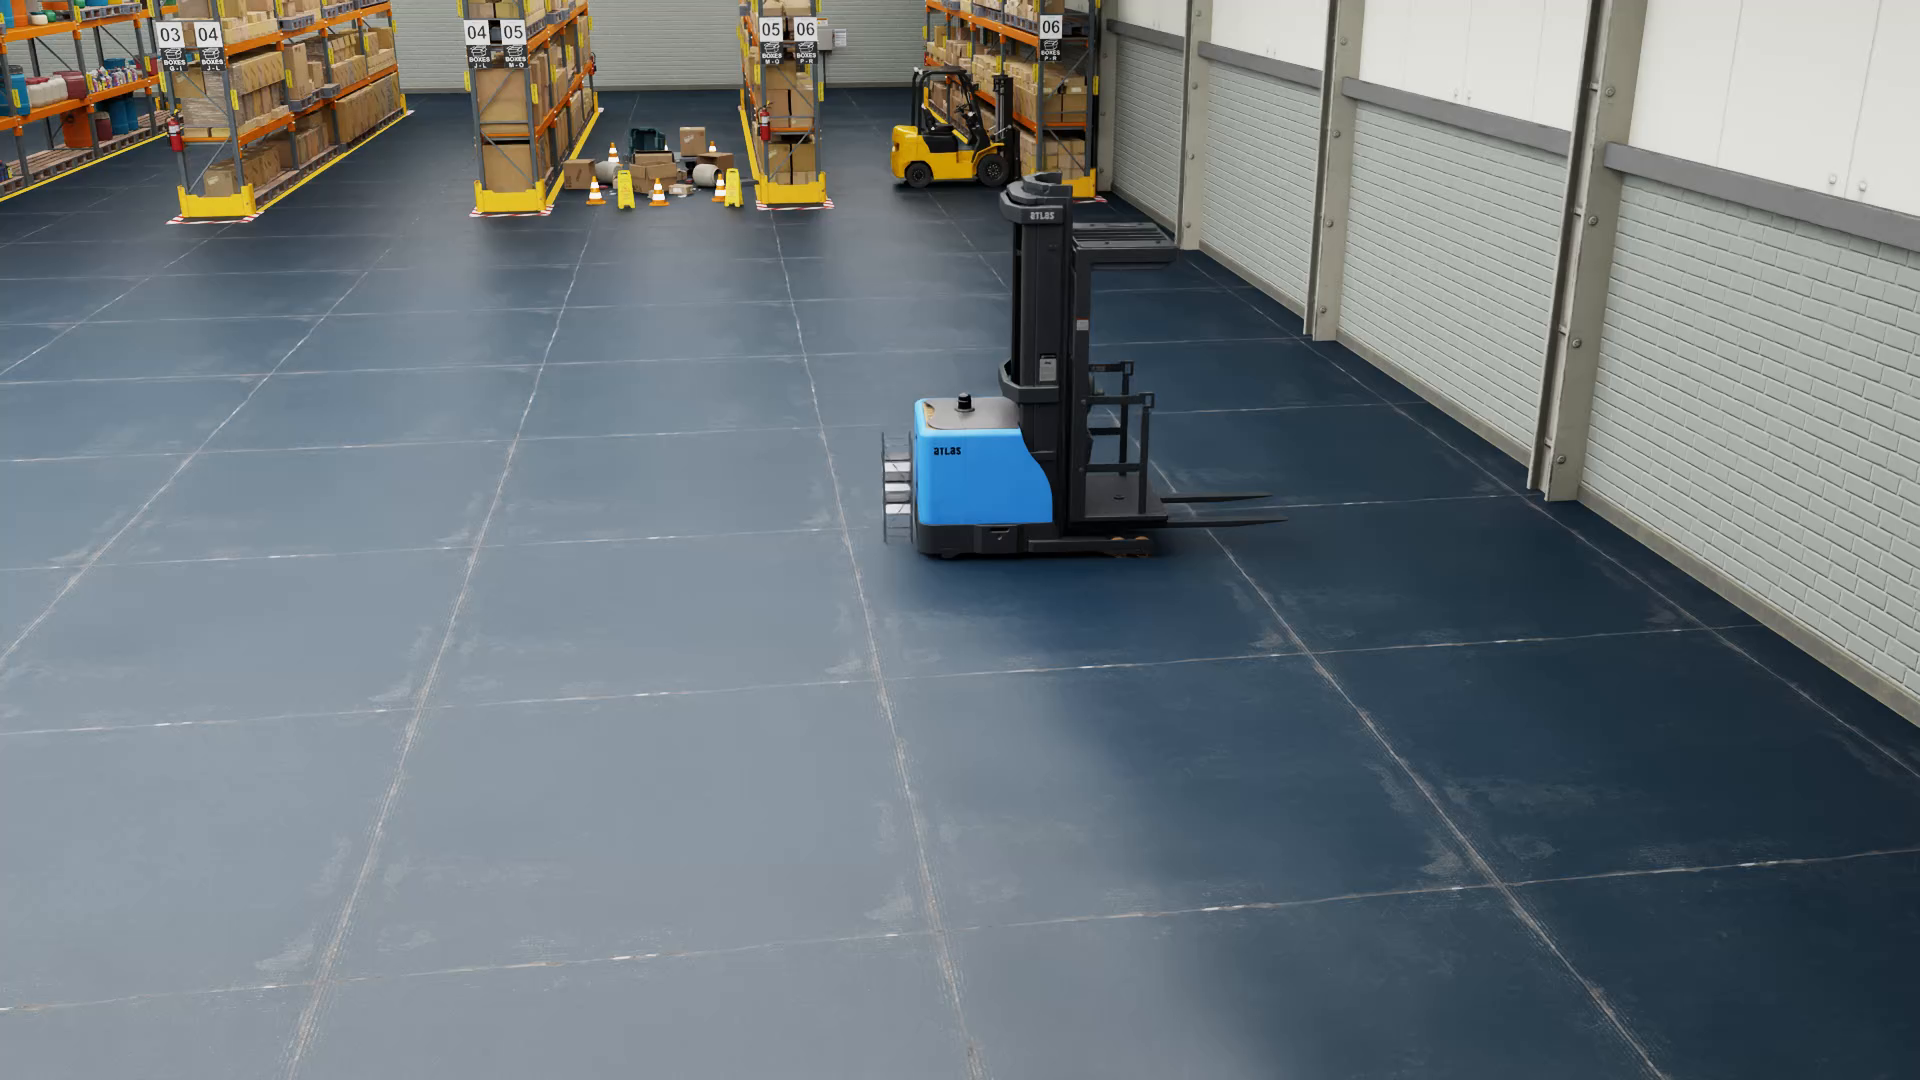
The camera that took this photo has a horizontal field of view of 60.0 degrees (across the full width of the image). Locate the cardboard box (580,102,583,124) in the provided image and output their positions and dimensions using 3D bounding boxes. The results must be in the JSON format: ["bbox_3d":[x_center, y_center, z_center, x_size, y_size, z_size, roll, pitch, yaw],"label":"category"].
[{"bbox_3d":[-9.267,-10.168,39.625,0.500,0.500,0.500,-3,21,-9],"label":"cardboard box"}]

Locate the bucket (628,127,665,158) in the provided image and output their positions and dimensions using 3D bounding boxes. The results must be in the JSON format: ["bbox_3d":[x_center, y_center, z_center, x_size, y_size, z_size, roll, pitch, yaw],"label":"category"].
[{"bbox_3d":[-6.169,-7.864,32.990,0.726,0.611,0.620,4,11,11],"label":"bucket"}]

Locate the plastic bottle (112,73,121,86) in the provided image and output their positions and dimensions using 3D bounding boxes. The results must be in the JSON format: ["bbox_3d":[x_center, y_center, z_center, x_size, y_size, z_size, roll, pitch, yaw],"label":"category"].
[{"bbox_3d":[-18.892,-10.315,37.223,0.152,0.276,0.135,-3,21,-8],"label":"plastic bottle"}]

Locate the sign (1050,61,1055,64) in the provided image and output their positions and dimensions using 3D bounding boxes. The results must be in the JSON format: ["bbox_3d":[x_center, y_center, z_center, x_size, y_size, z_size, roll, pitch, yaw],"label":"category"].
[{"bbox_3d":[1.874,-9.623,33.844,0.100,0.325,0.005,-3,21,-8],"label":"sign"}]

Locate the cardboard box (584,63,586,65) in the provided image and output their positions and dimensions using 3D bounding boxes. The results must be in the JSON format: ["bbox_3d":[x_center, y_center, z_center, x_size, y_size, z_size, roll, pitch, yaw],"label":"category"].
[{"bbox_3d":[-9.754,-12.200,42.454,0.380,0.149,0.250,-4,21,-10],"label":"cardboard box"}]

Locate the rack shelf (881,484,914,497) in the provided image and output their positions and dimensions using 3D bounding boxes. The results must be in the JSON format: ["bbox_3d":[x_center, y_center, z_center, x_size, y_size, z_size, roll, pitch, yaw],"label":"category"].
[{"bbox_3d":[-0.510,-0.397,13.588,0.258,0.077,0.200,-1,21,-3],"label":"rack shelf"}]

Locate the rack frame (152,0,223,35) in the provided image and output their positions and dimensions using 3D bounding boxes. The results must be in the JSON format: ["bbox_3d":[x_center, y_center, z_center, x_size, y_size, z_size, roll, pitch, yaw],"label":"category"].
[{"bbox_3d":[-12.816,-9.826,27.164,1.000,3.000,0.127,-3,21,-8],"label":"rack frame"}]

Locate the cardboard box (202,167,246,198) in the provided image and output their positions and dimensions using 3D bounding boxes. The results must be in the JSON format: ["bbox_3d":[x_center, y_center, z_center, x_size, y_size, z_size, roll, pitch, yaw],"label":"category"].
[{"bbox_3d":[-12.889,-6.259,29.158,0.500,0.500,0.500,1,20,2],"label":"cardboard box"}]

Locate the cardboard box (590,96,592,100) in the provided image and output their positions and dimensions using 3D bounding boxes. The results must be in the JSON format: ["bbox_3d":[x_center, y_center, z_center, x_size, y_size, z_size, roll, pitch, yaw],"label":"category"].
[{"bbox_3d":[-9.841,-11.603,43.544,0.380,0.149,0.250,-3,21,-9],"label":"cardboard box"}]

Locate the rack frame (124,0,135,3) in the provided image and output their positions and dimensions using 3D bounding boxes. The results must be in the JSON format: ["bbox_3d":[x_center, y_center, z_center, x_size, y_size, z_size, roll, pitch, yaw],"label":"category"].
[{"bbox_3d":[-19.447,-13.731,37.619,1.000,3.000,0.127,-3,21,-8],"label":"rack frame"}]

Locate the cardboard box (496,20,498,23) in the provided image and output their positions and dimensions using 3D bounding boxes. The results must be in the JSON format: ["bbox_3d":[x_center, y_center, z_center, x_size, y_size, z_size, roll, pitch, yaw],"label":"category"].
[{"bbox_3d":[-8.459,-9.300,29.658,0.380,0.149,0.250,-3,21,-7],"label":"cardboard box"}]

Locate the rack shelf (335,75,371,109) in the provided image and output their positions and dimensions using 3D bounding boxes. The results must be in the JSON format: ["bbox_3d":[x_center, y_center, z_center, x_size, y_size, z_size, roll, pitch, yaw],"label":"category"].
[{"bbox_3d":[-14.257,-10.141,37.609,1.077,0.370,4.000,-3,21,-8],"label":"rack shelf"}]

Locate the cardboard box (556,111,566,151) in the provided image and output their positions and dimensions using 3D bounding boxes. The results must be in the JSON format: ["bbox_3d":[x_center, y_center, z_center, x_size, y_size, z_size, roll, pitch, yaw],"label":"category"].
[{"bbox_3d":[-8.918,-8.626,35.139,1.050,0.750,0.750,-3,21,-7],"label":"cardboard box"}]

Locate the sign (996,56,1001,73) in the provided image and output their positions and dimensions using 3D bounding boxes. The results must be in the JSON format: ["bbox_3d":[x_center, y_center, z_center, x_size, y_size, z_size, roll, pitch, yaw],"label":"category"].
[{"bbox_3d":[0.790,-9.627,33.662,0.100,0.325,0.005,-3,21,-8],"label":"sign"}]

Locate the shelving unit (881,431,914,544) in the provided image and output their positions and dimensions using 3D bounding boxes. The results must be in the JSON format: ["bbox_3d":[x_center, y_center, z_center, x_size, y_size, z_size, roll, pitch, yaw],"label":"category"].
[{"bbox_3d":[-0.510,-0.429,13.576,0.258,0.900,0.210,-1,21,-3],"label":"shelving unit"}]

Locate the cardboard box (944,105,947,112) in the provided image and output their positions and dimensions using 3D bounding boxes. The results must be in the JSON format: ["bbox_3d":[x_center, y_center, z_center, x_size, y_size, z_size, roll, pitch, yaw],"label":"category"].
[{"bbox_3d":[-0.199,-10.961,42.252,0.380,0.149,0.250,-4,21,-9],"label":"cardboard box"}]

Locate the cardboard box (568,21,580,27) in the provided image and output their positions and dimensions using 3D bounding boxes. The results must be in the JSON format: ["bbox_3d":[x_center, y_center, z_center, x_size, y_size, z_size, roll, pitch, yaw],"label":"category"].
[{"bbox_3d":[-9.537,-12.388,40.599,0.500,0.500,0.500,-4,21,-9],"label":"cardboard box"}]

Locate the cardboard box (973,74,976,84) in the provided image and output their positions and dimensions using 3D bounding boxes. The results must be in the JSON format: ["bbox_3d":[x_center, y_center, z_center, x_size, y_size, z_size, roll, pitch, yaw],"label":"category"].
[{"bbox_3d":[0.571,-10.301,37.223,0.500,0.250,0.500,-3,21,-8],"label":"cardboard box"}]

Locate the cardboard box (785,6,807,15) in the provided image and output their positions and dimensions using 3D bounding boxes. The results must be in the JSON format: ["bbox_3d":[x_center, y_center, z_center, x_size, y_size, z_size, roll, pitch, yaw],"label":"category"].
[{"bbox_3d":[-2.911,-9.397,29.520,0.380,0.149,0.250,-3,21,-8],"label":"cardboard box"}]

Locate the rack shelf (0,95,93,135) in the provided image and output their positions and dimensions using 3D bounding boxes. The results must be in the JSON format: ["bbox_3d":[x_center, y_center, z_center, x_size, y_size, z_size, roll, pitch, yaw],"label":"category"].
[{"bbox_3d":[-18.582,-8.506,33.232,1.077,0.370,4.000,-3,21,-8],"label":"rack shelf"}]

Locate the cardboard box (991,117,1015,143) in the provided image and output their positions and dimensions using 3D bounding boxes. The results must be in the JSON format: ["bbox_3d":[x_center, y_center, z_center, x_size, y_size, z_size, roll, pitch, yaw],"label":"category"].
[{"bbox_3d":[1.135,-8.686,35.478,0.875,0.625,0.625,-3,21,-8],"label":"cardboard box"}]

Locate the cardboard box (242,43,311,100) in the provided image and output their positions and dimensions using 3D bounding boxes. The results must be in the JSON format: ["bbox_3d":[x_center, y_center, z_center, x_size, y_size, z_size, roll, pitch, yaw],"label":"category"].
[{"bbox_3d":[-13.368,-9.161,32.498,1.000,1.000,1.000,-3,21,-7],"label":"cardboard box"}]

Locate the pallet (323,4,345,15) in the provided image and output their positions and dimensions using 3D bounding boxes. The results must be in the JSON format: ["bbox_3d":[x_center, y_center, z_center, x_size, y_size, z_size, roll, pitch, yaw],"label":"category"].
[{"bbox_3d":[-14.279,-11.710,36.764,1.003,0.211,1.213,-2,21,-5],"label":"pallet"}]

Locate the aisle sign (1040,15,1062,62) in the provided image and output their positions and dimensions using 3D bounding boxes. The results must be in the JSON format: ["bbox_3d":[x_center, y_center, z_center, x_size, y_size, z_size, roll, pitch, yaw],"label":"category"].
[{"bbox_3d":[1.621,-8.948,29.670,0.394,0.787,0.004,-3,21,-8],"label":"aisle sign"}]

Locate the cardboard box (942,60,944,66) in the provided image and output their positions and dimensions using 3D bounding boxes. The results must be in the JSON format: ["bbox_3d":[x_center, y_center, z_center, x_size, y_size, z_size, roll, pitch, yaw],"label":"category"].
[{"bbox_3d":[-0.244,-12.080,42.131,0.380,0.149,0.250,-2,21,-6],"label":"cardboard box"}]

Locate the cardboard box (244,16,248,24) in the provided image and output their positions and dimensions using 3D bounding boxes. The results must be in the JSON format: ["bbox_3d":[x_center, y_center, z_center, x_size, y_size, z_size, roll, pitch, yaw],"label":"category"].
[{"bbox_3d":[-12.913,-9.271,29.608,0.380,0.149,0.250,-4,21,-10],"label":"cardboard box"}]

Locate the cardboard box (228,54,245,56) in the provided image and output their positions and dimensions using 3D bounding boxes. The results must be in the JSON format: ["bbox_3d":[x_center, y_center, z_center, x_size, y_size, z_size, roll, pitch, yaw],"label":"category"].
[{"bbox_3d":[-13.506,-8.714,30.762,0.500,0.500,0.500,-3,21,-8],"label":"cardboard box"}]

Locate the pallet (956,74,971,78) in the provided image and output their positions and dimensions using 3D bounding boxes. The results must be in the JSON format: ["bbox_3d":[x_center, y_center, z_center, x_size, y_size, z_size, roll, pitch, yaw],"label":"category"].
[{"bbox_3d":[0.464,-11.120,39.477,1.003,0.211,1.213,-3,21,-8],"label":"pallet"}]

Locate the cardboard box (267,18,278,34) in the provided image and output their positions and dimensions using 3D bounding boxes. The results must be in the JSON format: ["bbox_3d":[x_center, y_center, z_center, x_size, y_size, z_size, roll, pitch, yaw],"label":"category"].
[{"bbox_3d":[-13.068,-9.591,31.036,0.500,0.250,0.500,-2,21,-6],"label":"cardboard box"}]

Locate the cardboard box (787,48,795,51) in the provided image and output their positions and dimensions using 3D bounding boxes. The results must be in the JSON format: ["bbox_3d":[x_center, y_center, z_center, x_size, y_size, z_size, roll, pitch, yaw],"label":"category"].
[{"bbox_3d":[-3.562,-10.139,34.480,0.380,0.149,0.250,-2,21,-5],"label":"cardboard box"}]

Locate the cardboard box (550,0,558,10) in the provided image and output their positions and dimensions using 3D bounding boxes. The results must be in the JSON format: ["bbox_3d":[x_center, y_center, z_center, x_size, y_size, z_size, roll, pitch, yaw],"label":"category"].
[{"bbox_3d":[-8.519,-11.109,33.999,0.500,0.500,0.500,-3,21,-8],"label":"cardboard box"}]

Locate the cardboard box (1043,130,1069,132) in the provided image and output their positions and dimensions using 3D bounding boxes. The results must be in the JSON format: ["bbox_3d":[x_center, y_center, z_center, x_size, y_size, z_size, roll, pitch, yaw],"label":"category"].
[{"bbox_3d":[1.816,-7.845,32.333,0.500,0.250,0.500,-3,21,-9],"label":"cardboard box"}]

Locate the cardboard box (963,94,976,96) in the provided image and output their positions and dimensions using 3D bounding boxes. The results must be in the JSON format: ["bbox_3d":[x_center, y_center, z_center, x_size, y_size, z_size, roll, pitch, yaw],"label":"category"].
[{"bbox_3d":[0.278,-10.573,39.783,0.380,0.149,0.250,-3,21,-8],"label":"cardboard box"}]

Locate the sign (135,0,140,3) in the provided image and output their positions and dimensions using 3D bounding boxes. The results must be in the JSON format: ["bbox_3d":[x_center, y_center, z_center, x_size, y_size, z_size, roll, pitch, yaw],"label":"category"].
[{"bbox_3d":[-18.902,-12.357,38.215,0.100,0.325,0.005,-3,21,-8],"label":"sign"}]

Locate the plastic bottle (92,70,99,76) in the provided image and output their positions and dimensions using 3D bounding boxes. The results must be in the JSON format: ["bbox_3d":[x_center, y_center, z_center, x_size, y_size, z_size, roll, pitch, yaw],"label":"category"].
[{"bbox_3d":[-19.704,-10.557,37.871,0.152,0.276,0.135,-3,21,-8],"label":"plastic bottle"}]

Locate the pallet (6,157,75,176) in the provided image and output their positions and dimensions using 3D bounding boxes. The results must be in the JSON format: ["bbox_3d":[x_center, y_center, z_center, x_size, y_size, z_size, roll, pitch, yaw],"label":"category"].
[{"bbox_3d":[-18.624,-7.538,33.597,1.003,0.211,1.213,-3,21,-8],"label":"pallet"}]

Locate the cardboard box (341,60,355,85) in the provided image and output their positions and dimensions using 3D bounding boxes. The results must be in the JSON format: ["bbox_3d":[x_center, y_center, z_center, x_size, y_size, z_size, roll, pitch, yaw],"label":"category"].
[{"bbox_3d":[-13.994,-10.543,37.515,0.500,0.500,0.500,-3,21,-8],"label":"cardboard box"}]

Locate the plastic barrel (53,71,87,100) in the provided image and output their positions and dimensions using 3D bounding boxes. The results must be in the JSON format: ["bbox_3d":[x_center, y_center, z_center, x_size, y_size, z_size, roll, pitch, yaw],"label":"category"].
[{"bbox_3d":[-18.504,-9.454,34.548,0.600,0.536,0.708,-3,21,-8],"label":"plastic barrel"}]

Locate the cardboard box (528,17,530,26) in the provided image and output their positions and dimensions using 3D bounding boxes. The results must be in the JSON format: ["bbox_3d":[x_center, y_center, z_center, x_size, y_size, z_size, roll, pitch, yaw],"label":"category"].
[{"bbox_3d":[-7.663,-8.985,28.815,0.380,0.149,0.250,-3,21,-7],"label":"cardboard box"}]

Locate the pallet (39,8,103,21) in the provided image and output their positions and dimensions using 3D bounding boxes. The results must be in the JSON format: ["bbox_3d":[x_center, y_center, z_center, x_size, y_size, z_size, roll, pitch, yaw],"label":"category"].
[{"bbox_3d":[-18.884,-11.122,35.191,1.003,0.211,1.213,-3,21,-8],"label":"pallet"}]

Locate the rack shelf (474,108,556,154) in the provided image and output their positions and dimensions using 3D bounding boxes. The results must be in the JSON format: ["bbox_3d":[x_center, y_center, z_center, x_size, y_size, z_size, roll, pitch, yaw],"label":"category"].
[{"bbox_3d":[-8.181,-7.586,30.769,1.077,0.370,4.000,-3,21,-8],"label":"rack shelf"}]

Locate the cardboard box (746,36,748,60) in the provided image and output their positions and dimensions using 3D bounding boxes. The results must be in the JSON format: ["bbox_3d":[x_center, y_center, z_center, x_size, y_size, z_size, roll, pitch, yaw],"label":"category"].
[{"bbox_3d":[-4.578,-11.144,37.694,0.500,0.500,0.500,-3,21,-7],"label":"cardboard box"}]

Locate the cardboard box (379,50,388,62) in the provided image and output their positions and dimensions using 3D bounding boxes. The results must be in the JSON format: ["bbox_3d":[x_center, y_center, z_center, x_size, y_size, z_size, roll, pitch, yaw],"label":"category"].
[{"bbox_3d":[-14.644,-12.118,41.664,0.500,0.250,0.500,-4,21,-10],"label":"cardboard box"}]

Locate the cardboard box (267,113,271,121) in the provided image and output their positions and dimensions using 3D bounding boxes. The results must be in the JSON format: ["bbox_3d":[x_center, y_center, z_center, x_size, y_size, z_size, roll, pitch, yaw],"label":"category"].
[{"bbox_3d":[-12.939,-7.788,30.640,0.380,0.149,0.250,-3,21,-8],"label":"cardboard box"}]

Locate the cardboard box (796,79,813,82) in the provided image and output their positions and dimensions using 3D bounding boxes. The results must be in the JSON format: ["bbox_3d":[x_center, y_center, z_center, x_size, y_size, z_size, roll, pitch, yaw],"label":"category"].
[{"bbox_3d":[-3.037,-8.411,31.381,0.500,0.500,0.500,-3,21,-9],"label":"cardboard box"}]

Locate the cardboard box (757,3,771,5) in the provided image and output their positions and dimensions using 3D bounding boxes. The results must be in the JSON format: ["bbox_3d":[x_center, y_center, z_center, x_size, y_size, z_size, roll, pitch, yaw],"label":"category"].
[{"bbox_3d":[-3.605,-9.808,30.622,0.380,0.149,0.250,-2,21,-6],"label":"cardboard box"}]

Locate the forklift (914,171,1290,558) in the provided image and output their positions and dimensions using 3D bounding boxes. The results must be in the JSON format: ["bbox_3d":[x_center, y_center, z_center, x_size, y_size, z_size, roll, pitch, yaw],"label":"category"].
[{"bbox_3d":[1.151,-1.412,13.307,3.031,2.935,1.130,-1,21,-4],"label":"forklift"}]

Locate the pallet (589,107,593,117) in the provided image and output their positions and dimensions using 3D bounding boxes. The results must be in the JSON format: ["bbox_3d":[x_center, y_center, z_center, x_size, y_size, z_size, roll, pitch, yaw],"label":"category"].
[{"bbox_3d":[-10.107,-11.155,43.281,1.003,0.211,1.213,-3,21,-8],"label":"pallet"}]

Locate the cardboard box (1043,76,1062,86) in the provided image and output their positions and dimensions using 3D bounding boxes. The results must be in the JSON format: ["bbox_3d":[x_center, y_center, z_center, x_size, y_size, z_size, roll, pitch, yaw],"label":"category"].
[{"bbox_3d":[1.642,-8.371,30.346,0.380,0.149,0.250,-3,21,-8],"label":"cardboard box"}]
